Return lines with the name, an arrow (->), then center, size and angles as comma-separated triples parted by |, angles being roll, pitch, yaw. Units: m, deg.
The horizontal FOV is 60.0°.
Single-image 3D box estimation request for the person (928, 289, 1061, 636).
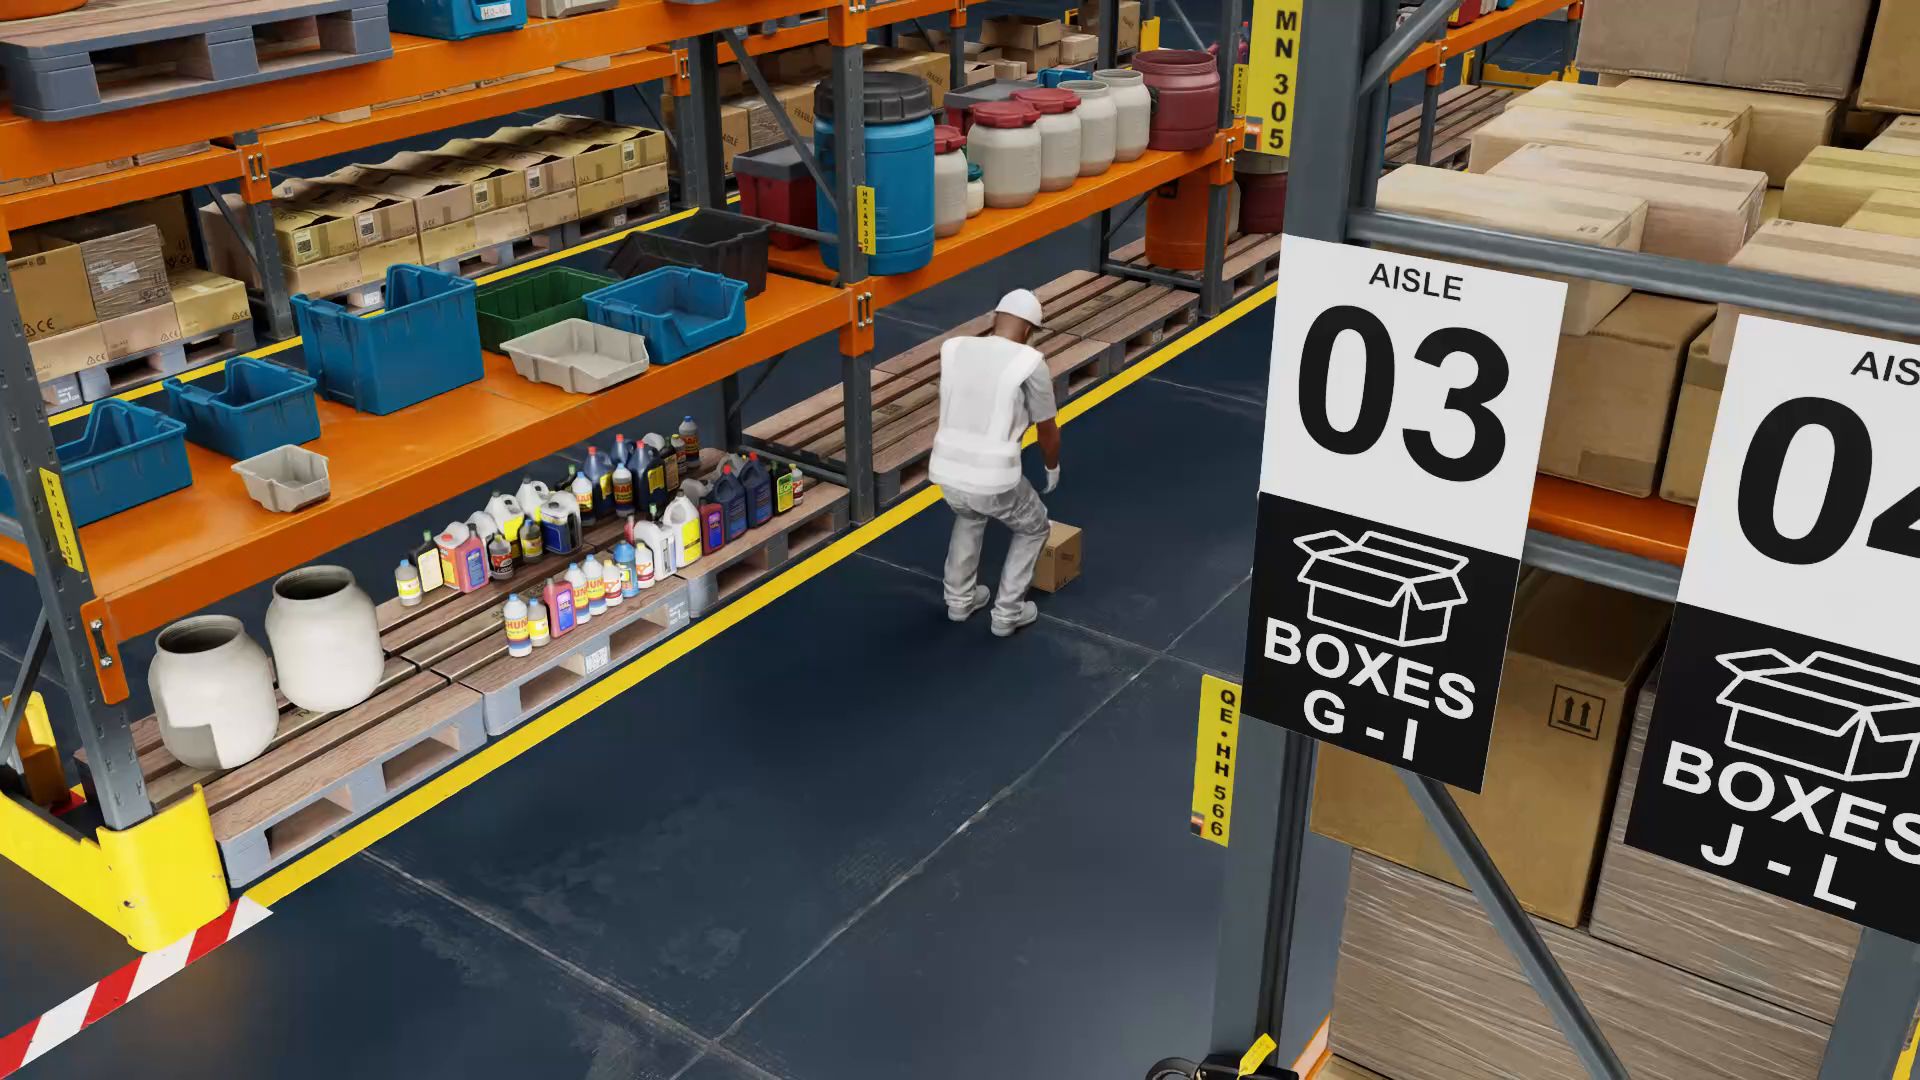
person -> 0.137, -0.347, 7.571 | 0.608, 1.525, 0.696 | 17, 32, 31
